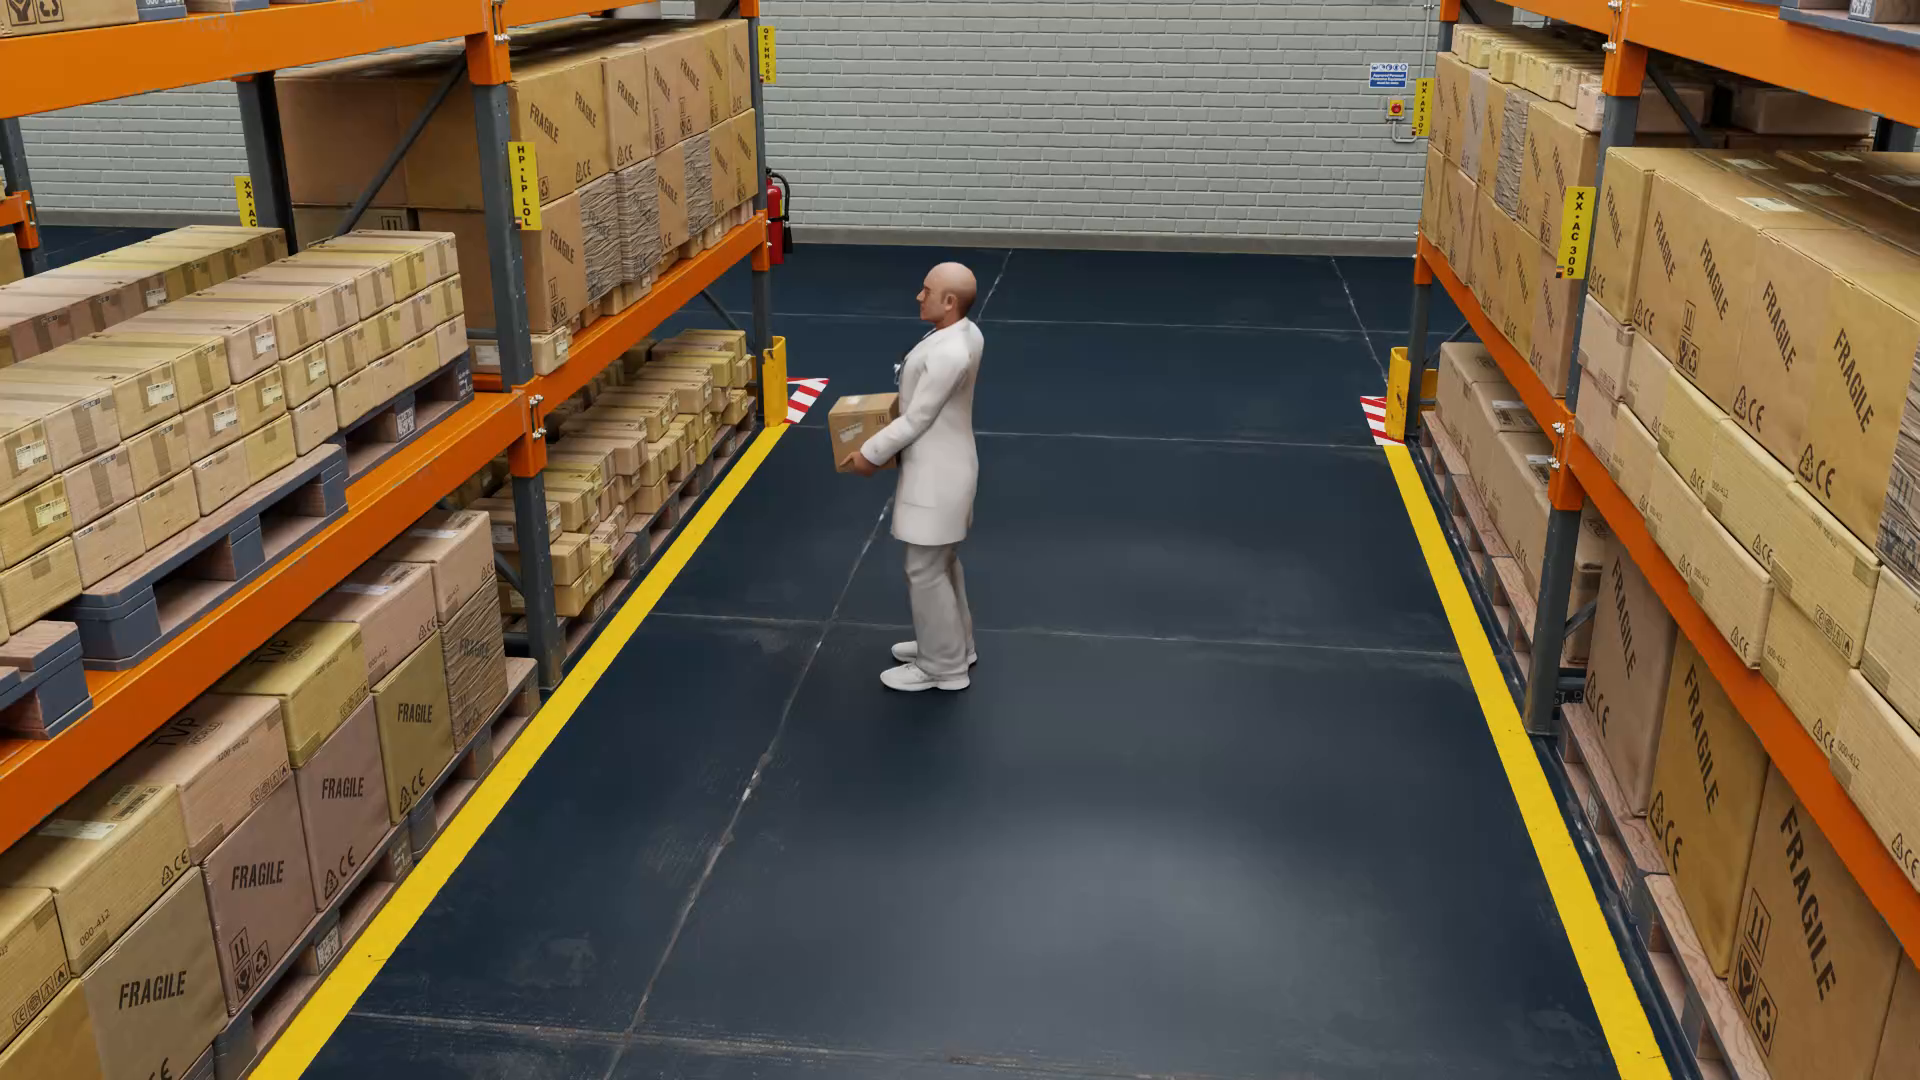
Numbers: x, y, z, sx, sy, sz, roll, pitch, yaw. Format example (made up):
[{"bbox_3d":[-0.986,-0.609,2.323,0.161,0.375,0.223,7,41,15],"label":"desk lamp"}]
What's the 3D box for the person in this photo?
[{"bbox_3d":[-0.194,-0.259,6.786,0.550,1.772,0.529,3,21,7],"label":"person"}]
